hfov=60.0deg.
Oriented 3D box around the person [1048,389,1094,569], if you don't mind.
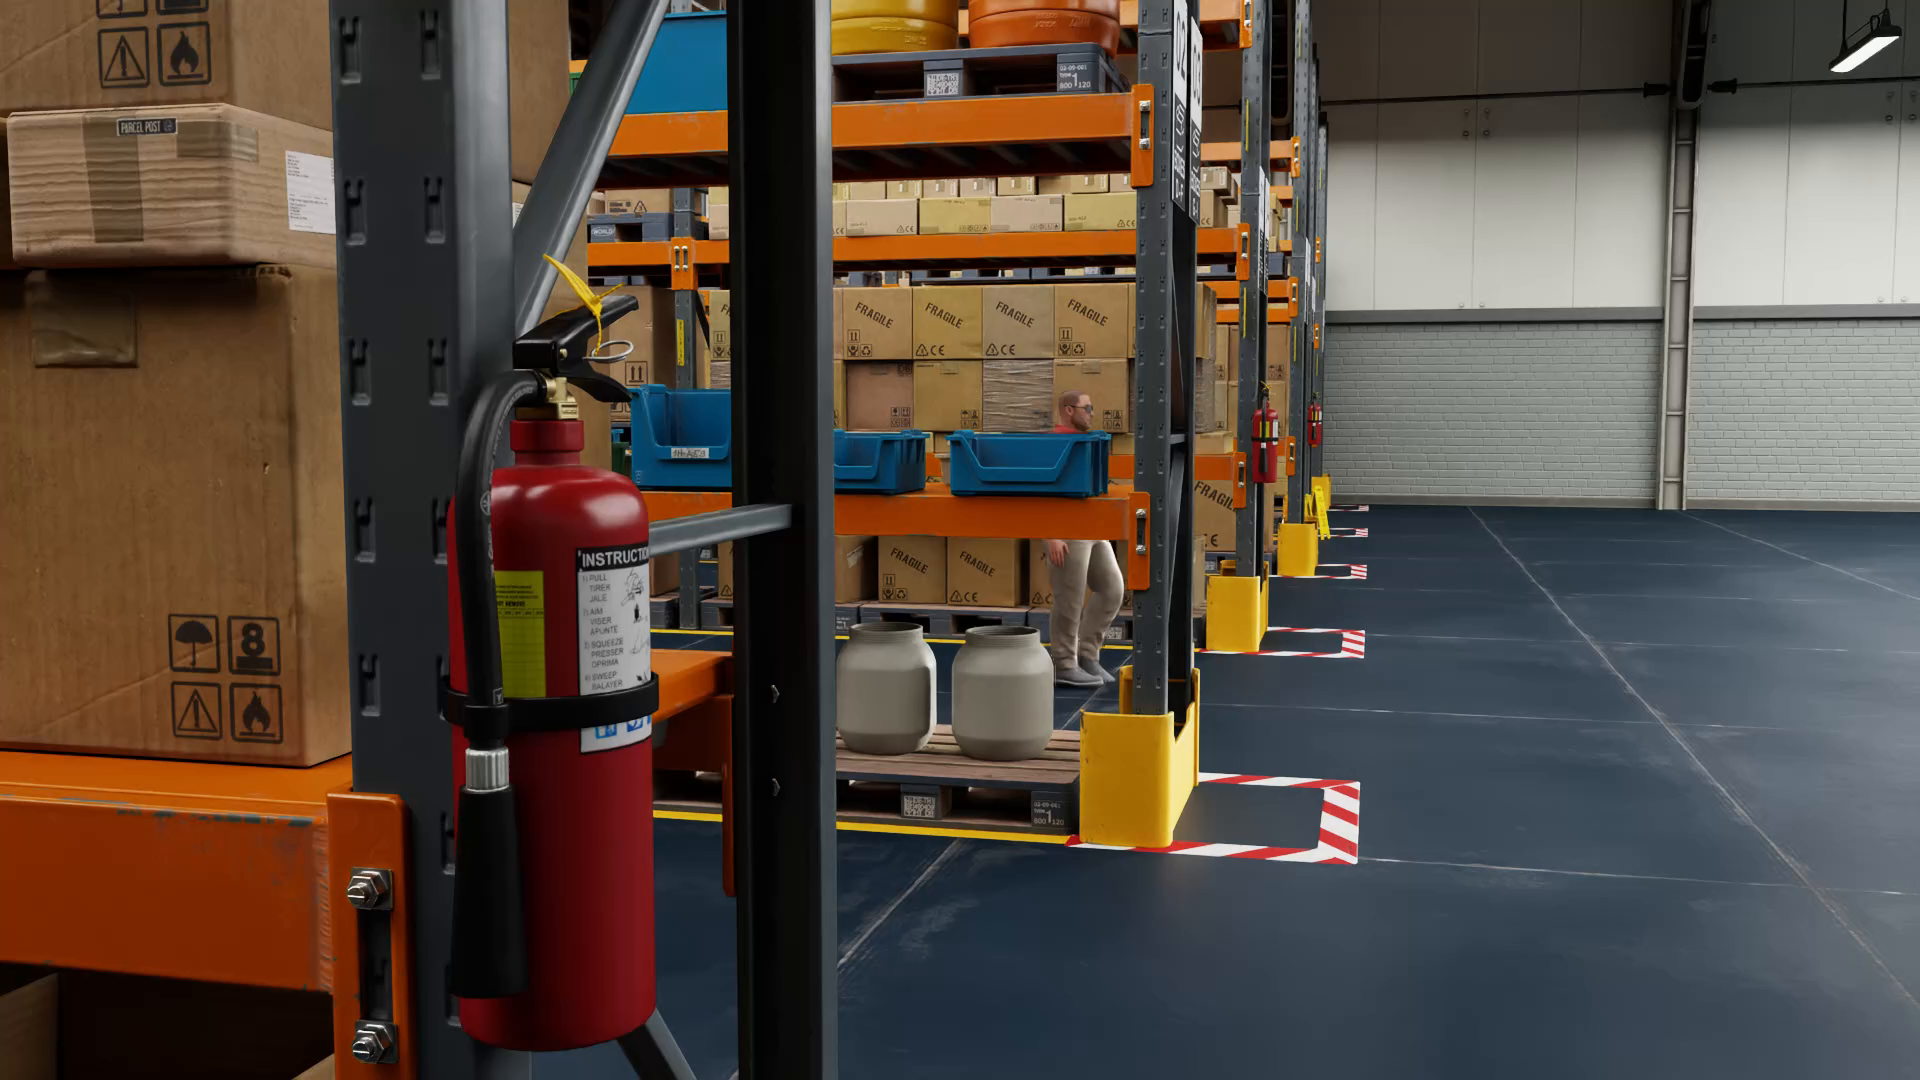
[{"bbox_3d":[0.685,-0.366,9.702,0.339,1.031,0.567,2,5,27],"label":"person"}]
